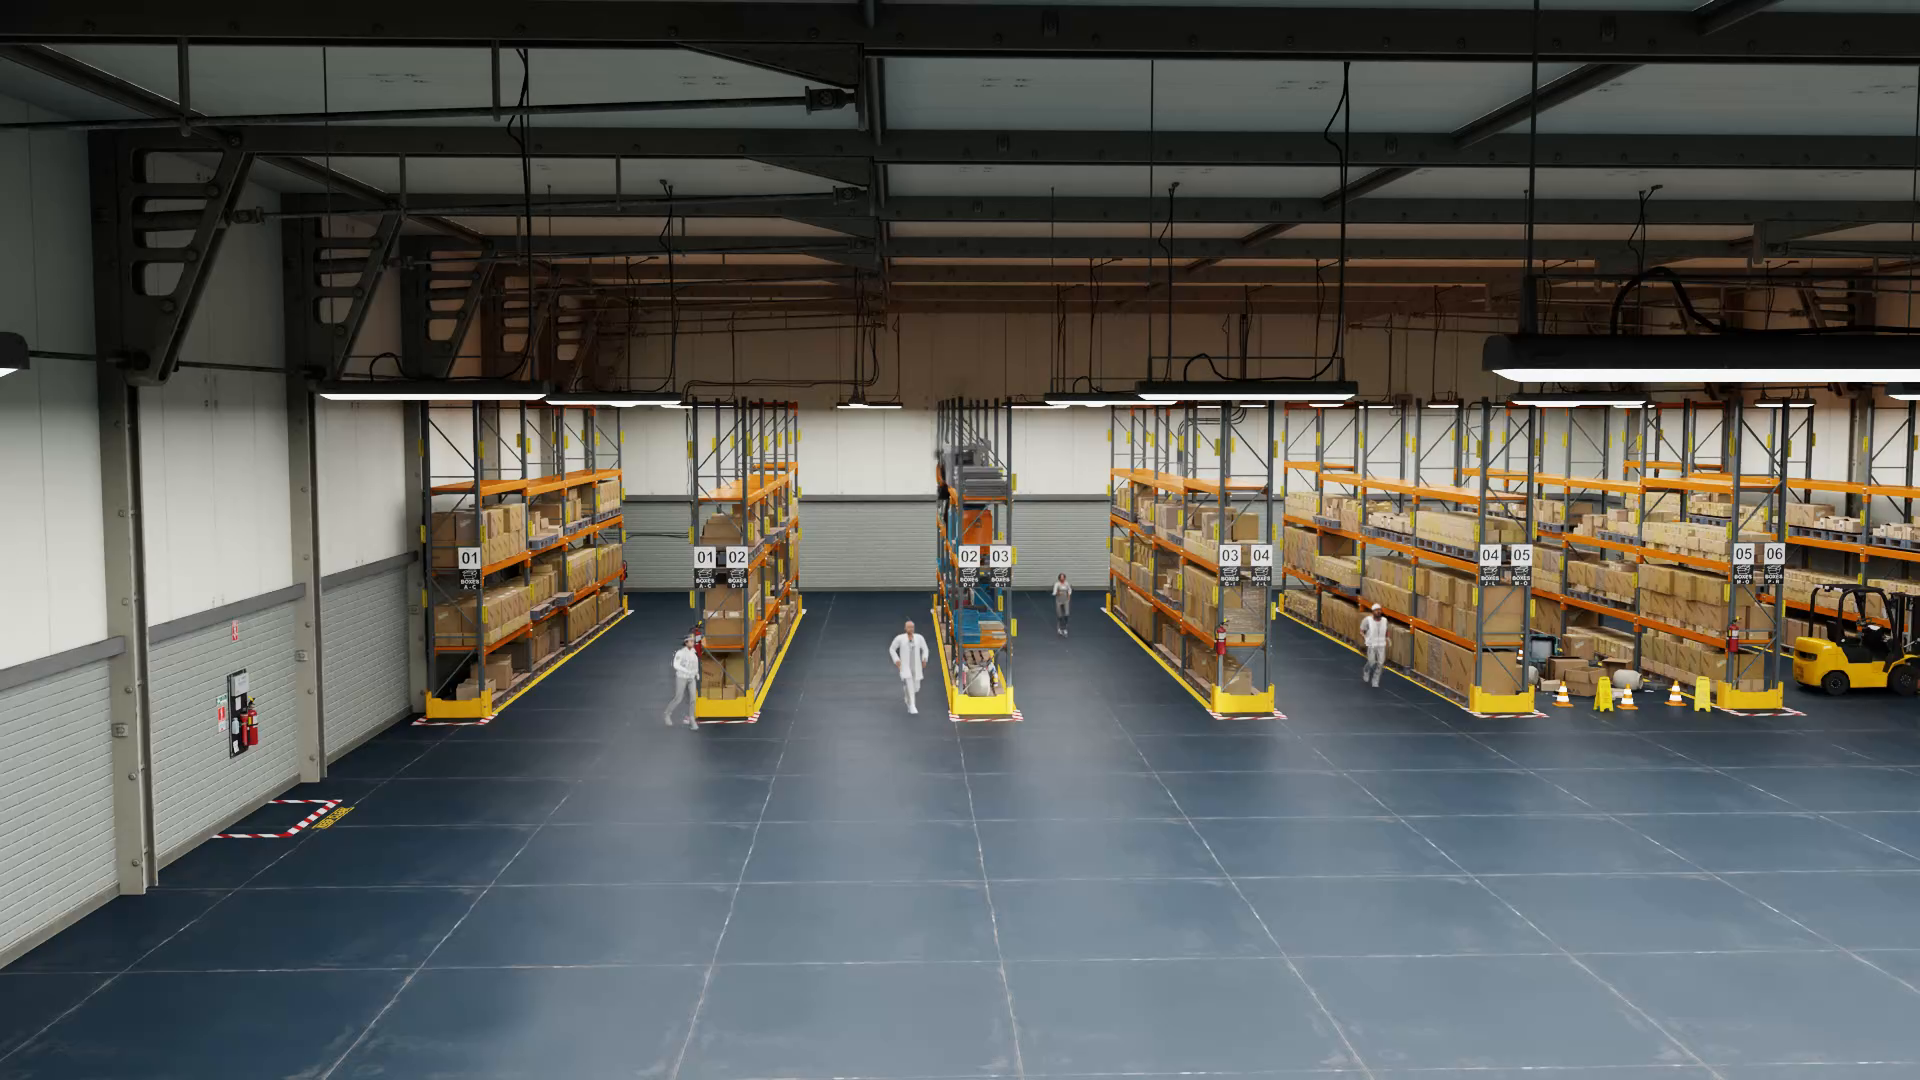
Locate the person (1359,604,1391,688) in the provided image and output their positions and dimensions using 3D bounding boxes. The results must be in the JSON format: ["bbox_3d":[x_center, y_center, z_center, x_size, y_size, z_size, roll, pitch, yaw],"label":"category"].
[{"bbox_3d":[8.627,2.186,34.547,0.669,1.737,0.597,0,4,-5],"label":"person"}]

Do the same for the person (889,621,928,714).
[{"bbox_3d":[-0.973,2.403,31.665,0.749,1.735,0.834,-2,5,-19],"label":"person"}]

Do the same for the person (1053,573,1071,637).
[{"bbox_3d":[2.617,1.650,42.415,0.514,1.627,0.653,0,4,-5],"label":"person"}]

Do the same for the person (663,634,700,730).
[{"bbox_3d":[-4.965,2.550,30.224,0.813,1.718,0.660,4,6,39],"label":"person"}]
